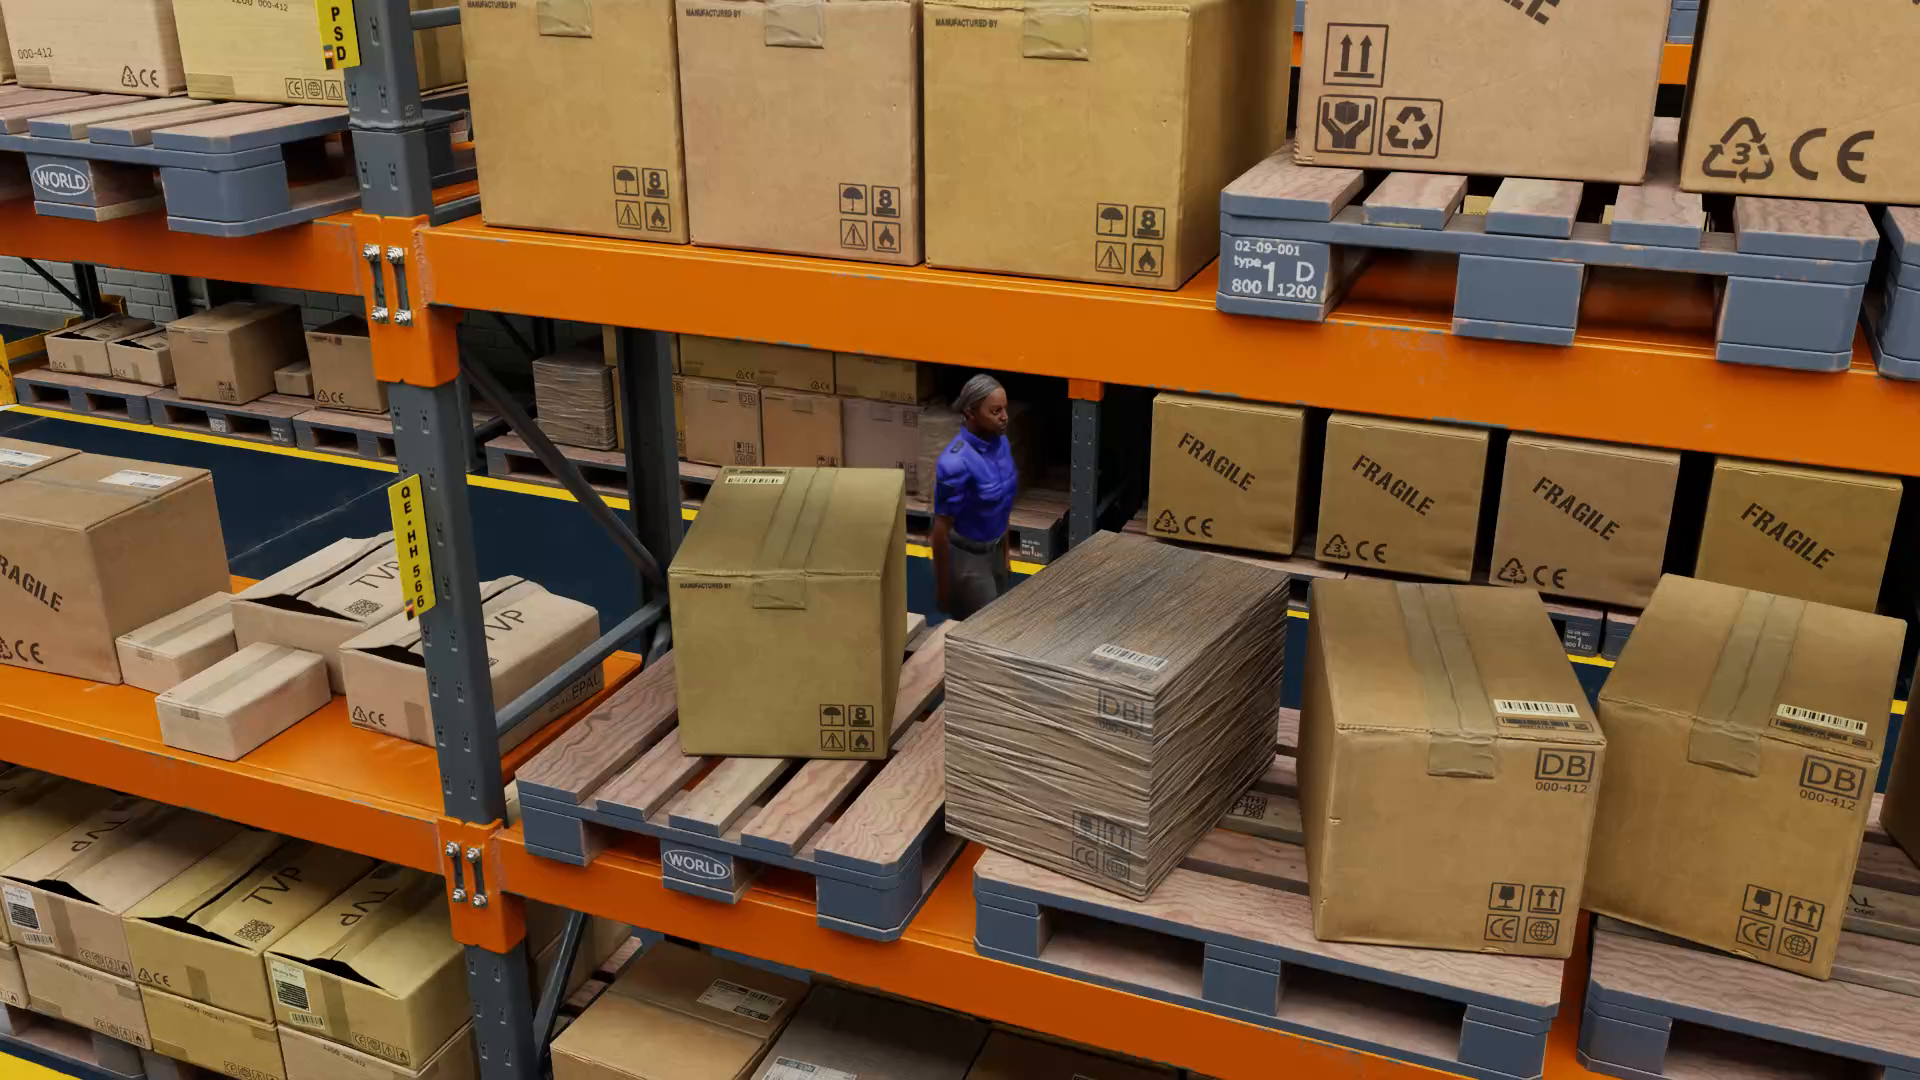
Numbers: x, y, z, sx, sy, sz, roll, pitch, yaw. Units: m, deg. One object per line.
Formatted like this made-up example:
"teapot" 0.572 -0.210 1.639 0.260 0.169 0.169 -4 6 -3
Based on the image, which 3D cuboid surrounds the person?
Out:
"person" -0.014 0.085 6.869 0.776 1.633 0.450 10 25 24
